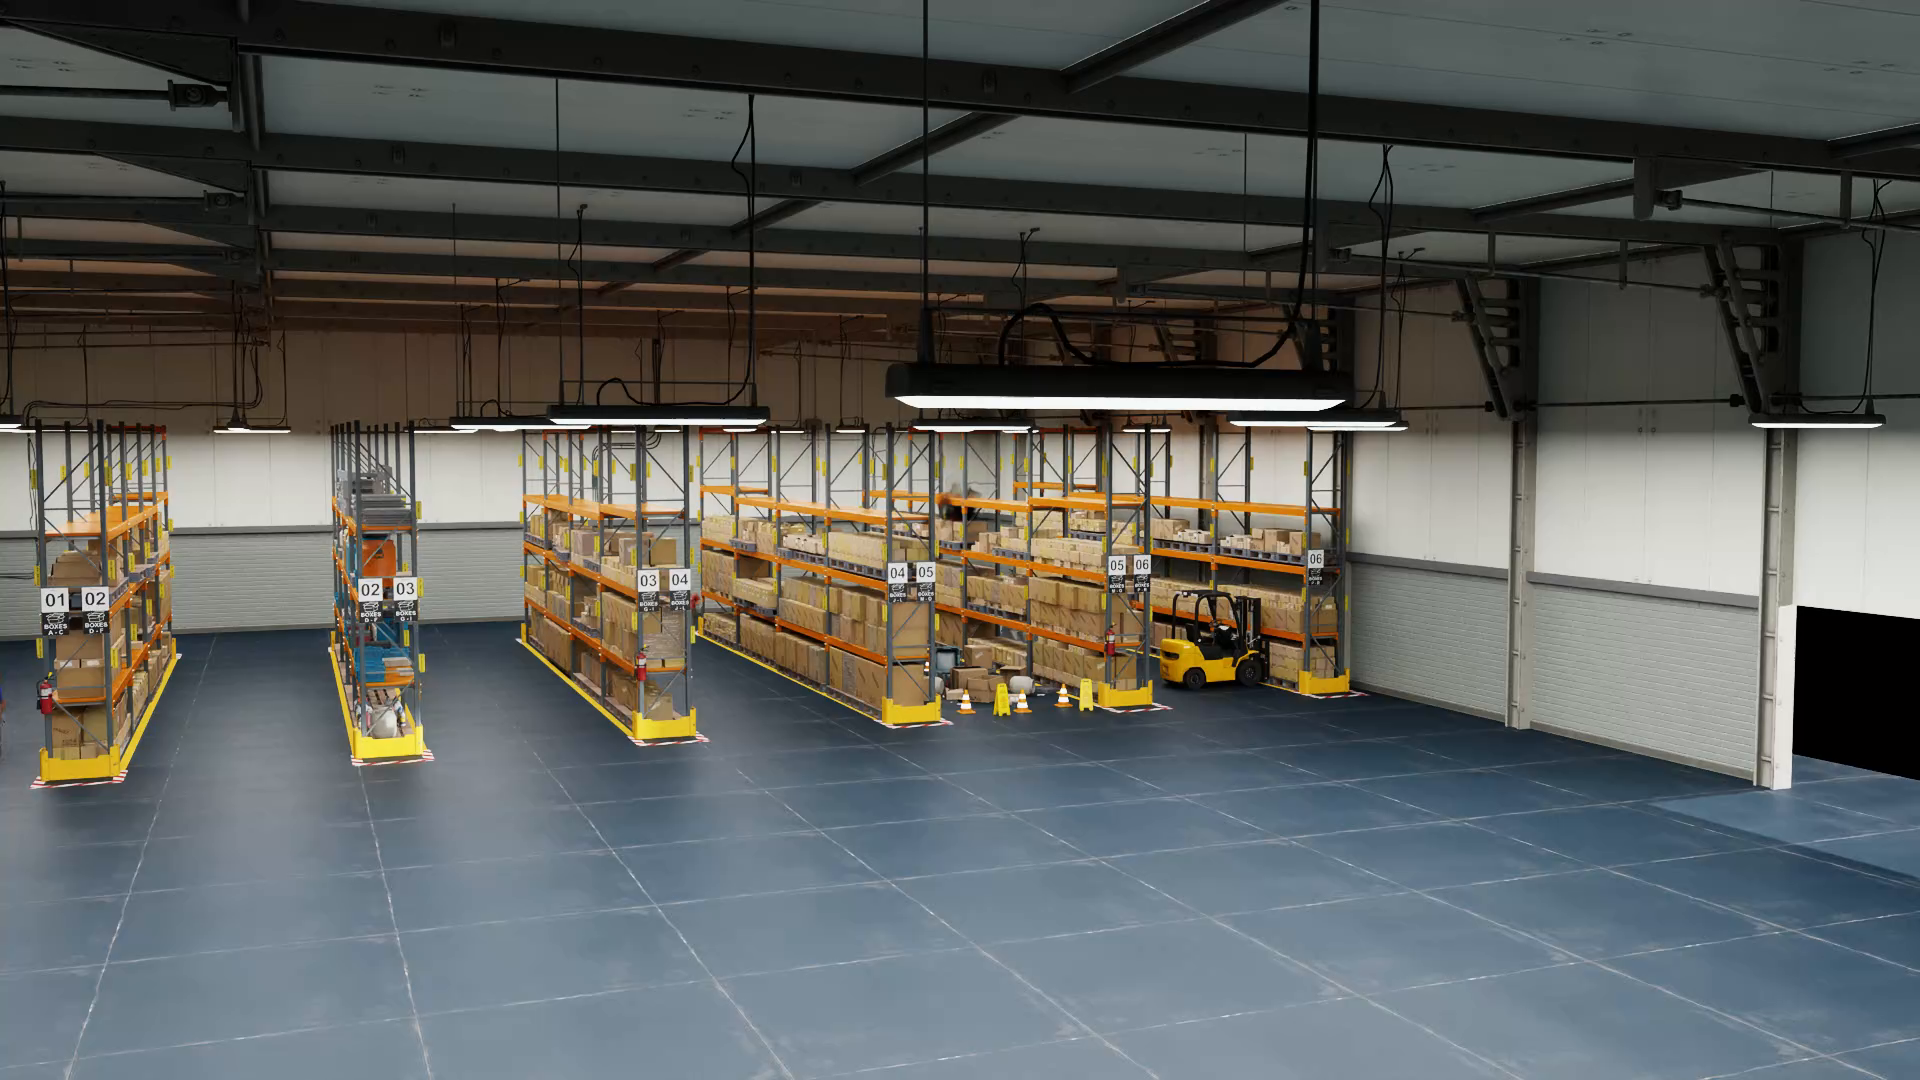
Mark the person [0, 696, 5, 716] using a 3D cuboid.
[{"bbox_3d":[-16.615,3.138,28.302,0.573,1.609,0.617,-1,4,-18],"label":"person"}]

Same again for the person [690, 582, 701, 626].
[{"bbox_3d":[-7.390,2.039,45.317,0.635,1.802,0.795,-2,4,-28],"label":"person"}]

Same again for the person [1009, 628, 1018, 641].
[{"bbox_3d":[1.430,2.060,45.169,0.578,1.677,0.747,-1,4,-22],"label":"person"}]
